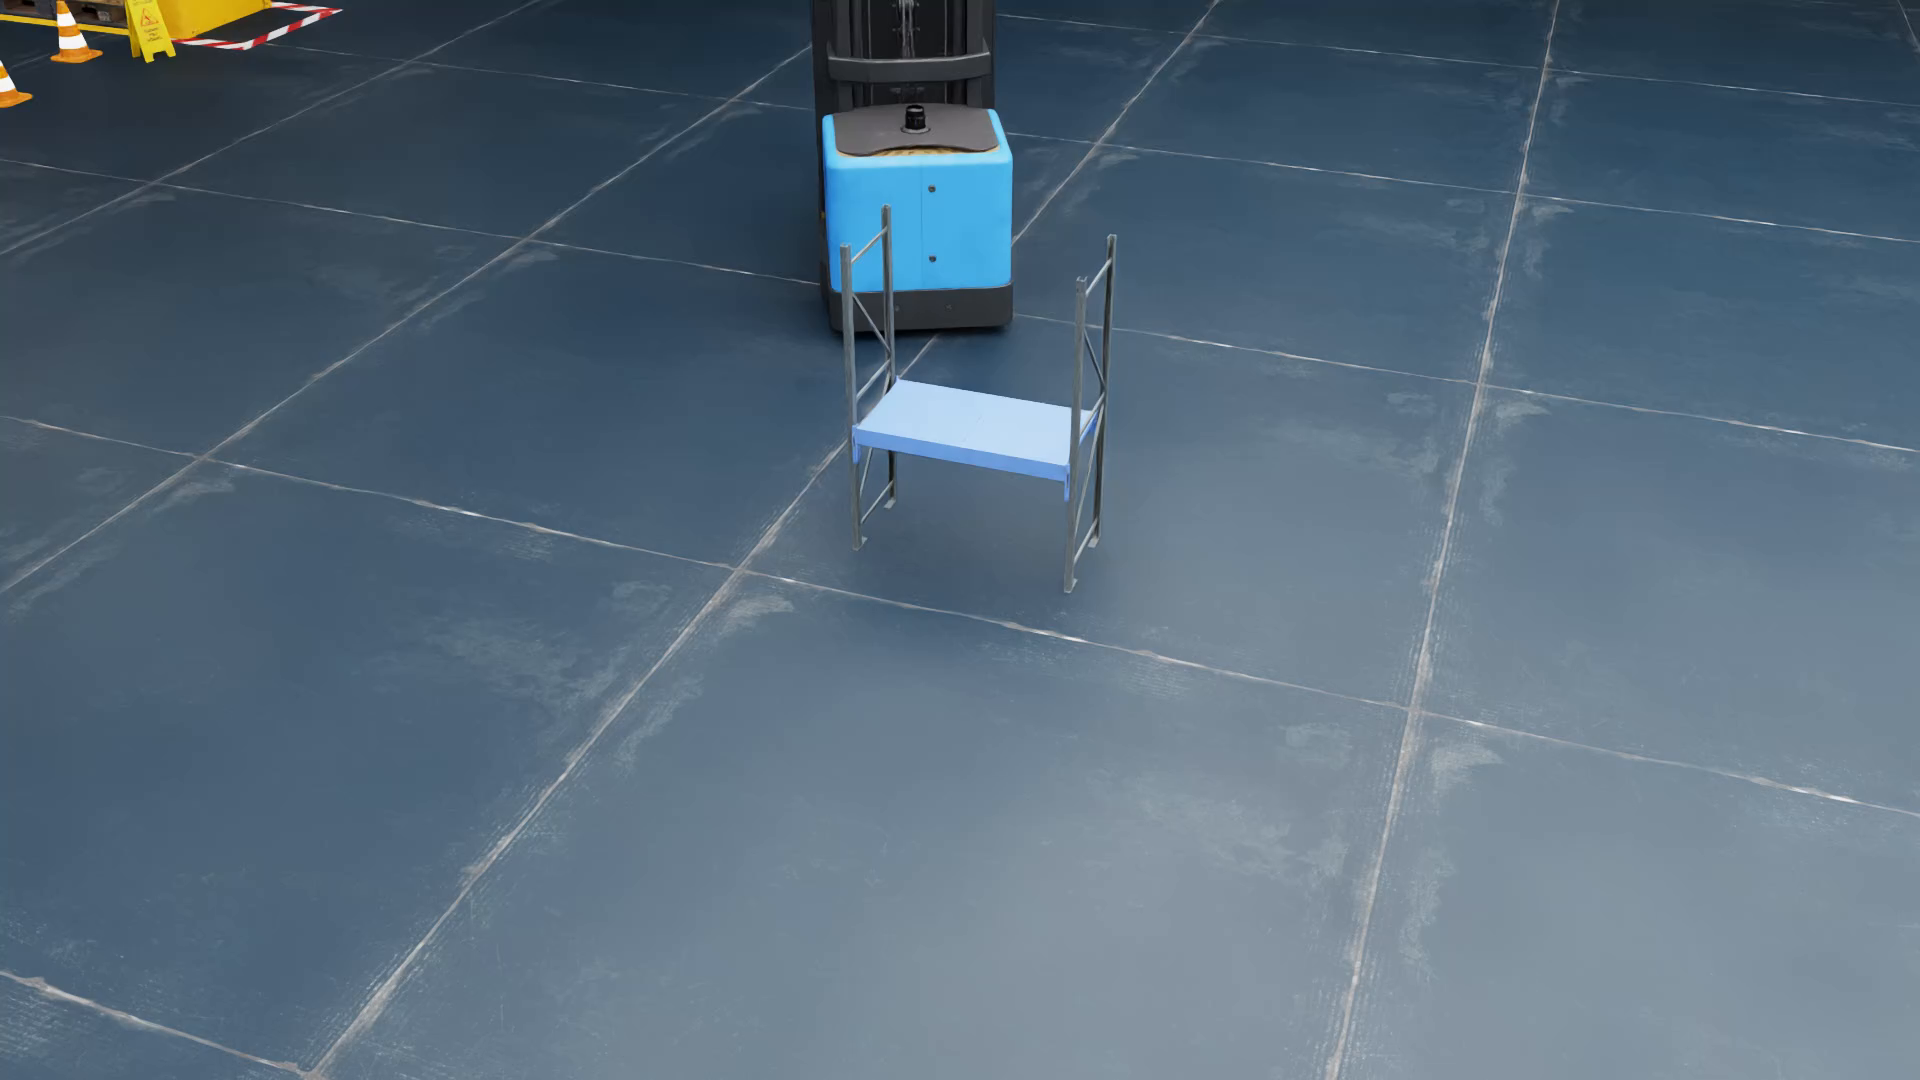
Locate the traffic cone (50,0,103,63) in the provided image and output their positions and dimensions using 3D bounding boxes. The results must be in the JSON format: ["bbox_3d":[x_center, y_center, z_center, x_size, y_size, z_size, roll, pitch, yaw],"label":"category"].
[{"bbox_3d":[-7.486,-4.293,13.972,0.334,0.463,0.336,11,34,16],"label":"traffic cone"}]

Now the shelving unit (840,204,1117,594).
[{"bbox_3d":[0.080,-0.614,7.319,1.048,1.500,0.538,11,34,16],"label":"shelving unit"}]

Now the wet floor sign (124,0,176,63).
[{"bbox_3d":[-6.828,-4.368,13.921,0.232,0.644,0.267,24,40,32],"label":"wet floor sign"}]

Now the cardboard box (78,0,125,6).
[{"bbox_3d":[-7.521,-4.975,14.837,0.500,0.250,0.500,11,34,16],"label":"cardboard box"}]

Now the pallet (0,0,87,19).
[{"bbox_3d":[-8.615,-5.172,15.565,1.213,0.211,1.003,11,34,16],"label":"pallet"}]

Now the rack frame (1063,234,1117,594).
[{"bbox_3d":[0.559,-0.521,7.175,0.032,1.500,0.500,11,34,16],"label":"rack frame"}]

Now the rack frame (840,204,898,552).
[{"bbox_3d":[-0.398,-0.708,7.463,0.032,1.500,0.500,11,34,16],"label":"rack frame"}]

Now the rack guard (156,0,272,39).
[{"bbox_3d":[-6.718,-4.902,14.882,0.348,0.500,1.175,11,34,16],"label":"rack guard"}]

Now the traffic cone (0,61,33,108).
[{"bbox_3d":[-7.541,-3.664,12.998,0.334,0.463,0.336,11,34,16],"label":"traffic cone"}]

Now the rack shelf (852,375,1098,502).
[{"bbox_3d":[0.080,-0.463,7.417,1.000,0.185,0.538,11,34,16],"label":"rack shelf"}]

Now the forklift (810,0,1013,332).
[{"bbox_3d":[-0.358,-3.191,9.990,1.130,2.935,3.031,-3,33,-5],"label":"forklift"}]

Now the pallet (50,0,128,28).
[{"bbox_3d":[-7.471,-4.948,15.218,1.213,0.211,1.003,11,34,16],"label":"pallet"}]
